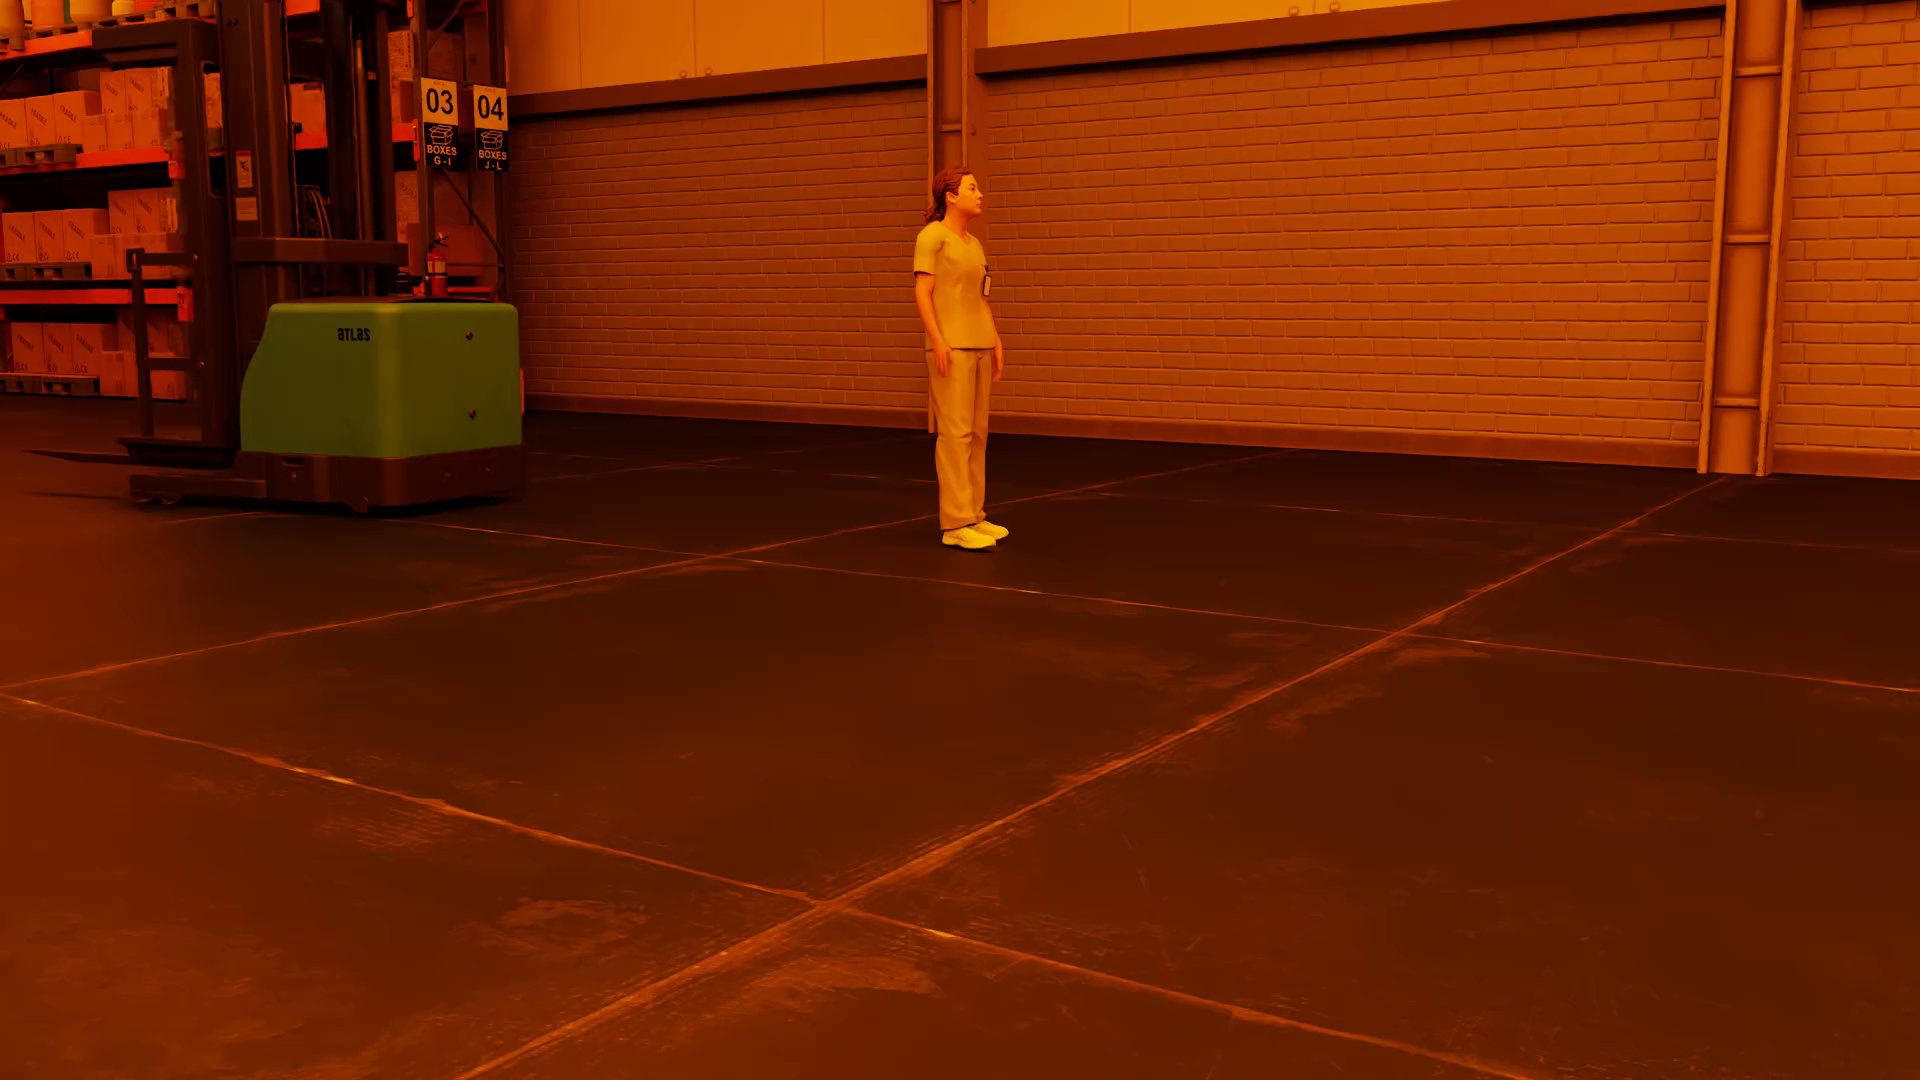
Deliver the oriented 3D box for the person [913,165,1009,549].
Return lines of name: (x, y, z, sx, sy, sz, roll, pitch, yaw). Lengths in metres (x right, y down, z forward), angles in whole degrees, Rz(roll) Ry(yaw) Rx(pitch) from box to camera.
person: (0.054, -0.830, 7.432, 0.548, 1.673, 0.549, 5, 10, 34)

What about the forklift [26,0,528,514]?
forklift: (-3.930, -1.700, 9.149, 3.031, 2.935, 1.130, 4, 9, 25)
